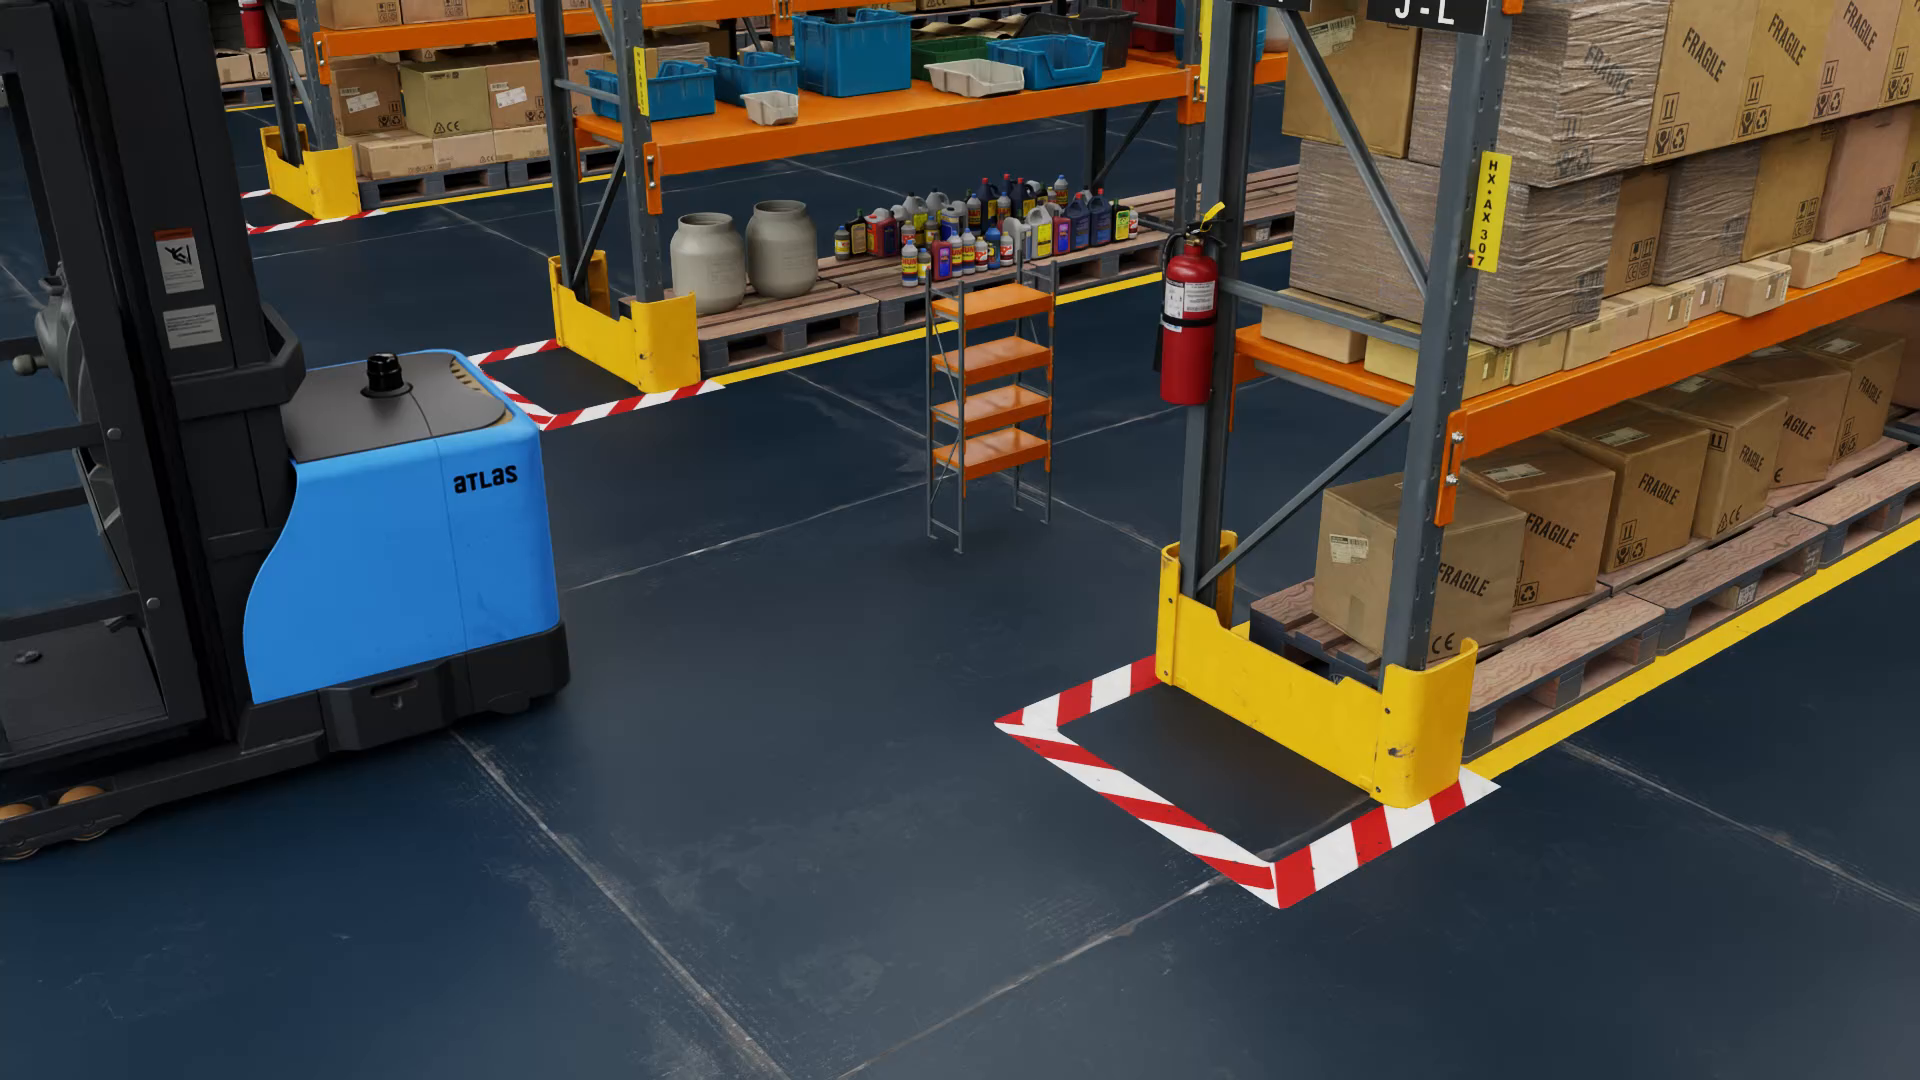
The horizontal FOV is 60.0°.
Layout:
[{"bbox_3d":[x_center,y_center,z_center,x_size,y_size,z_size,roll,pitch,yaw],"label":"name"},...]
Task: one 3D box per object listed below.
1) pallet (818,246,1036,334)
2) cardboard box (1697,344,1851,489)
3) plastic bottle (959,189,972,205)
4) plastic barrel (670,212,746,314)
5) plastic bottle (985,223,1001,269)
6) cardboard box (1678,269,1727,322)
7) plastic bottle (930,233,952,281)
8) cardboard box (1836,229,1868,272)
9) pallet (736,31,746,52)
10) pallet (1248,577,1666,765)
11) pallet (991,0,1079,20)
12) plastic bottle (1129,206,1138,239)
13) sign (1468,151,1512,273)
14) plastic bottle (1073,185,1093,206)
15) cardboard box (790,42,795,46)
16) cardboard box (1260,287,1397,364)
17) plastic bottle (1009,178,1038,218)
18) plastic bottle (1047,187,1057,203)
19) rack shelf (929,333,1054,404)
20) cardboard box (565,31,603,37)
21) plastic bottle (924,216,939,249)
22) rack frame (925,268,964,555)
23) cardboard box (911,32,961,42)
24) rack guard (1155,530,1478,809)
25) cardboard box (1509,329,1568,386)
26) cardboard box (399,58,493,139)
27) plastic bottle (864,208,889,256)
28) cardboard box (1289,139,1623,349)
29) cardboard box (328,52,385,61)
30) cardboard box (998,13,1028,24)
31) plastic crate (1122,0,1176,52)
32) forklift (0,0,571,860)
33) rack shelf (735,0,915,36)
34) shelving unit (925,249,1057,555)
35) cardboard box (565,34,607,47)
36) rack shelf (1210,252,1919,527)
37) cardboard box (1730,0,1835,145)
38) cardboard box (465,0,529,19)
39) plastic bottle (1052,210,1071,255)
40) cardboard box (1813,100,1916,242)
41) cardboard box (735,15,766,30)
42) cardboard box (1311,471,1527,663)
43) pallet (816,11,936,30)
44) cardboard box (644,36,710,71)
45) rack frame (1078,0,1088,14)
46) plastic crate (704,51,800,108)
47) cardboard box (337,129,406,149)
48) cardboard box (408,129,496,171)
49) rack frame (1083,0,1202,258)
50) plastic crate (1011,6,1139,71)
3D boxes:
[{"bbox_3d":[-0.289,-1.635,10.522,1.213,0.211,1.003,-18,31,-34],"label":"pallet"},{"bbox_3d":[3.496,-0.553,7.349,0.500,0.500,0.500,-9,26,-18],"label":"cardboard box"},{"bbox_3d":[0.030,-2.196,11.123,0.133,0.283,0.061,-17,30,-32],"label":"plastic bottle"},{"bbox_3d":[-1.451,-1.598,9.587,0.421,0.512,0.421,0,25,0],"label":"plastic barrel"},{"bbox_3d":[0.205,-1.837,10.364,0.097,0.271,0.097,0,25,0],"label":"plastic bottle"},{"bbox_3d":[2.485,-0.907,5.940,0.250,0.149,0.380,-18,31,-34],"label":"cardboard box"},{"bbox_3d":[-0.114,-1.728,10.114,0.133,0.283,0.061,-18,30,-33],"label":"plastic bottle"},{"bbox_3d":[3.280,-1.163,6.491,0.250,0.149,0.380,-18,31,-34],"label":"cardboard box"},{"bbox_3d":[-3.315,-5.917,19.749,1.213,0.211,1.003,-18,31,-34],"label":"pallet"},{"bbox_3d":[1.855,0.347,6.252,1.213,0.211,1.003,-18,31,-34],"label":"pallet"},{"bbox_3d":[0.847,-7.249,22.618,1.213,0.211,1.003,-18,31,-34],"label":"pallet"},{"bbox_3d":[1.132,-2.112,11.038,0.097,0.201,0.097,0,25,0],"label":"plastic bottle"},{"bbox_3d":[1.469,-0.912,4.624,0.005,0.325,0.100,-18,31,-34],"label":"sign"},{"bbox_3d":[0.808,-2.162,10.969,0.185,0.351,0.144,-18,31,-34],"label":"plastic bottle"},{"bbox_3d":[-1.281,-4.556,15.605,0.500,0.311,0.500,-17,30,-33],"label":"cardboard box"},{"bbox_3d":[1.231,-0.728,5.553,0.250,0.149,0.380,-18,31,-34],"label":"cardboard box"},{"bbox_3d":[0.423,-2.257,11.174,0.185,0.351,0.144,-18,31,-34],"label":"plastic bottle"},{"bbox_3d":[0.624,-2.345,11.542,0.097,0.201,0.097,0,25,0],"label":"plastic bottle"},{"bbox_3d":[0.130,-0.729,7.024,0.480,0.148,0.258,-18,31,-34],"label":"rack shelf"},{"bbox_3d":[-4.319,-5.923,18.896,0.500,0.500,0.700,-17,30,-32],"label":"cardboard box"},{"bbox_3d":[-0.186,-2.001,10.799,0.097,0.201,0.097,0,25,0],"label":"plastic bottle"},{"bbox_3d":[-0.062,-0.524,6.953,0.015,1.200,0.240,-18,31,-34],"label":"rack frame"},{"bbox_3d":[-0.140,-4.643,15.792,0.500,0.311,0.500,-17,30,-33],"label":"cardboard box"},{"bbox_3d":[1.194,0.415,5.762,0.348,0.500,1.175,-18,31,-34],"label":"rack guard"},{"bbox_3d":[1.714,-0.639,5.362,0.250,0.149,0.380,-18,31,-34],"label":"cardboard box"},{"bbox_3d":[-4.024,-3.461,13.021,0.500,0.500,0.500,-18,31,-34],"label":"cardboard box"},{"bbox_3d":[-0.532,-1.983,10.672,0.135,0.276,0.152,-18,30,-34],"label":"plastic bottle"},{"bbox_3d":[1.584,-1.013,5.398,0.500,0.500,0.875,-18,31,-34],"label":"cardboard box"},{"bbox_3d":[-6.379,-5.160,17.251,0.500,0.500,0.700,-21,32,-37],"label":"cardboard box"},{"bbox_3d":[0.726,-5.219,17.033,0.500,0.311,0.500,-17,30,-32],"label":"cardboard box"},{"bbox_3d":[1.418,-3.635,11.443,0.583,0.464,0.402,-18,31,-34],"label":"plastic crate"},{"bbox_3d":[-2.929,-0.598,5.058,3.031,2.935,1.130,-14,29,-28],"label":"forklift"},{"bbox_3d":[-0.254,-5.214,15.776,4.000,0.370,1.077,-18,31,-34],"label":"rack shelf"},{"bbox_3d":[0.130,-0.587,7.090,0.503,1.200,0.258,-18,31,-34],"label":"shelving unit"},{"bbox_3d":[-3.173,-4.028,14.242,0.500,0.500,0.500,-18,31,-34],"label":"cardboard box"},{"bbox_3d":[2.708,-0.892,6.464,4.000,0.370,1.077,-18,31,-34],"label":"rack shelf"},{"bbox_3d":[2.526,-1.643,5.568,0.500,0.500,0.500,-18,31,-34],"label":"cardboard box"},{"bbox_3d":[-3.796,-4.409,13.069,0.500,0.500,0.700,-18,30,-34],"label":"cardboard box"},{"bbox_3d":[0.643,-1.978,10.652,0.133,0.283,0.061,-16,29,-31],"label":"plastic bottle"},{"bbox_3d":[3.143,-1.541,6.534,0.500,0.500,0.875,-18,31,-34],"label":"cardboard box"},{"bbox_3d":[-2.752,-6.466,20.066,0.500,0.500,0.700,-18,31,-34],"label":"cardboard box"},{"bbox_3d":[1.636,0.088,5.969,0.500,0.500,0.500,-12,28,-25],"label":"cardboard box"},{"bbox_3d":[-1.073,-6.615,21.252,1.213,0.211,1.003,-18,31,-34],"label":"pallet"},{"bbox_3d":[-2.459,-3.985,14.151,0.500,0.500,0.500,-18,31,-34],"label":"cardboard box"},{"bbox_3d":[1.408,-8.739,22.517,0.127,3.000,1.000,-18,31,-34],"label":"rack frame"},{"bbox_3d":[-1.198,-2.668,9.613,0.408,0.251,0.499,-18,31,-34],"label":"plastic crate"},{"bbox_3d":[-4.736,-3.162,13.268,0.500,0.250,0.500,-18,31,-34],"label":"cardboard box"},{"bbox_3d":[-4.025,-3.122,13.181,0.500,0.250,0.500,-18,31,-34],"label":"cardboard box"},{"bbox_3d":[1.226,-3.379,10.967,0.127,3.000,1.000,-18,31,-34],"label":"rack frame"},{"bbox_3d":[0.735,-3.257,10.778,0.504,0.338,0.767,-18,31,-34],"label":"plastic crate"}]
